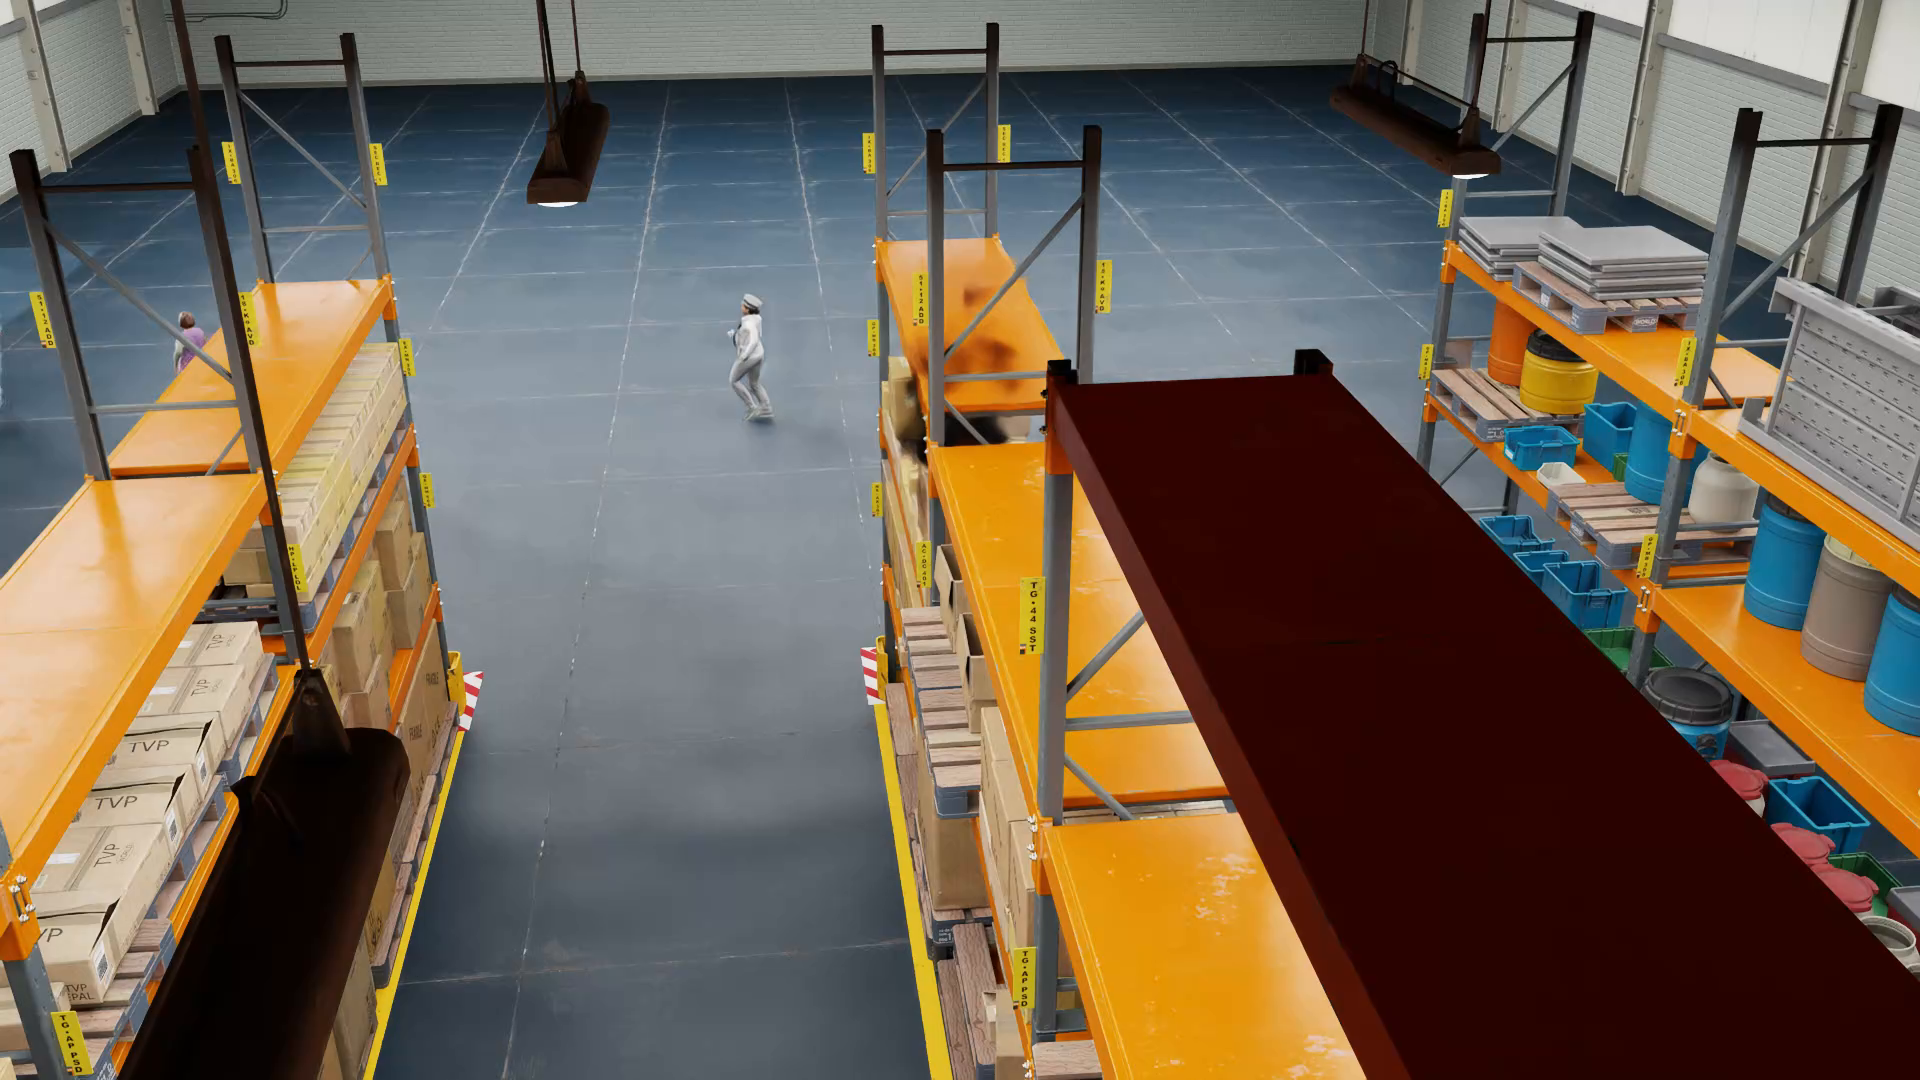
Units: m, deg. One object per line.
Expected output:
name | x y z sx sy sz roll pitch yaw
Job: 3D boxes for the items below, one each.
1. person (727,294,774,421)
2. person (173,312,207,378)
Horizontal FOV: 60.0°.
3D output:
person | -2.753 -2.350 21.490 0.630 1.705 0.595 8 27 17
person | -9.770 -2.138 21.174 0.661 1.585 0.548 20 32 35
